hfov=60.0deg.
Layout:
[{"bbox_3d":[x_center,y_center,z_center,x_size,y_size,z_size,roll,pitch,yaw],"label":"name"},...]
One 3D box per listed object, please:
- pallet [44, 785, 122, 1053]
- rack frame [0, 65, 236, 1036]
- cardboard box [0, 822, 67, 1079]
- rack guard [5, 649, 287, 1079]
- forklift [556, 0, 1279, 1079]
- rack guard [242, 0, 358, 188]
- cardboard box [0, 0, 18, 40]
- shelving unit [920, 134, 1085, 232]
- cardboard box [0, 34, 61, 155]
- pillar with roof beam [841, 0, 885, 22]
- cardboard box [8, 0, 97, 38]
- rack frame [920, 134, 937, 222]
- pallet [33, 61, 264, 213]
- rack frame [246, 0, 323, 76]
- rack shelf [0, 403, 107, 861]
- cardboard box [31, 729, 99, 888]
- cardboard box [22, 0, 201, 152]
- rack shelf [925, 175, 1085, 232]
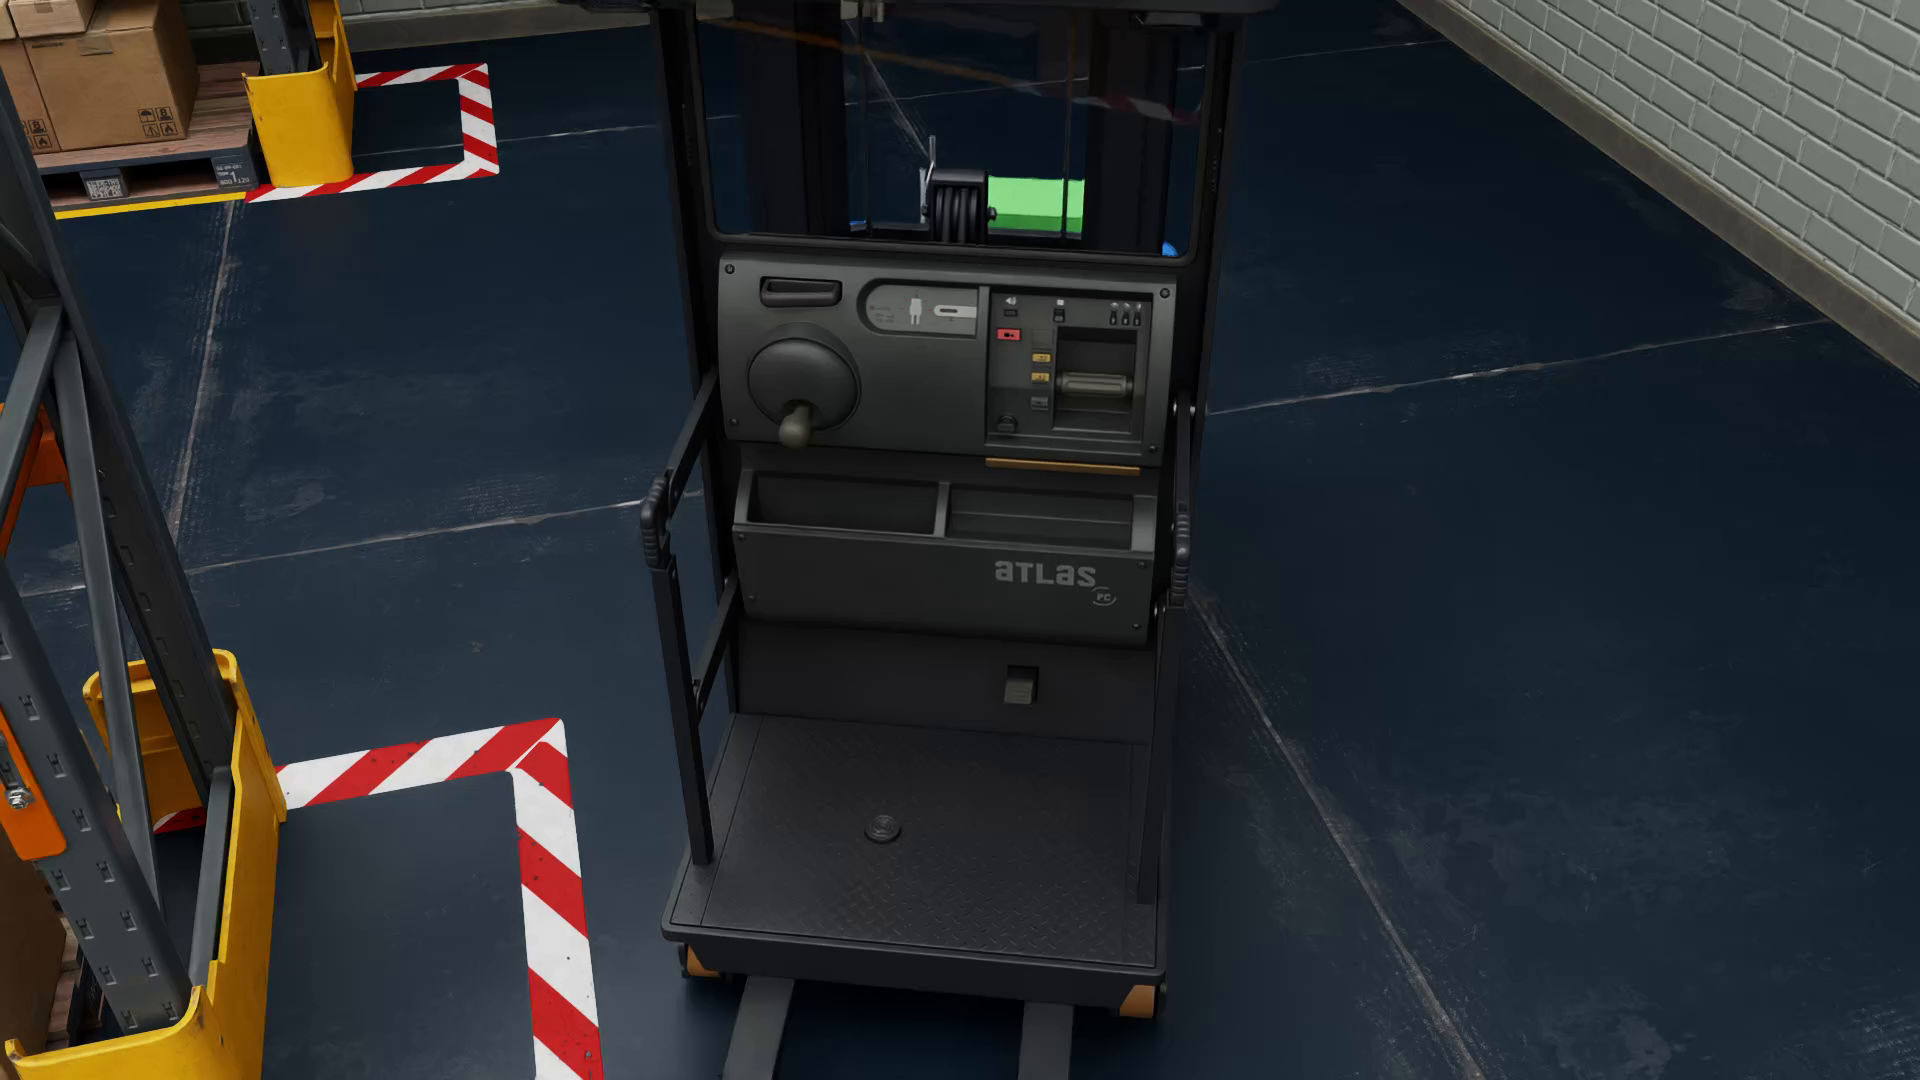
[{"bbox_3d":[-2.559,1.069,3.680,1.213,0.211,1.003,-9,38,-12],"label":"pallet"},{"bbox_3d":[-1.716,-0.178,3.014,0.127,3.000,1.000,-9,38,-12],"label":"rack frame"},{"bbox_3d":[-2.177,0.871,3.338,0.500,0.500,0.500,-9,38,-12],"label":"cardboard box"},{"bbox_3d":[-1.790,0.827,3.758,0.348,0.500,1.175,-9,38,-12],"label":"rack guard"},{"bbox_3d":[-0.055,-0.294,3.222,1.130,2.935,3.031,4,38,5],"label":"forklift"},{"bbox_3d":[-2.988,-2.094,7.576,0.348,0.500,1.175,-9,38,-12],"label":"rack guard"},{"bbox_3d":[-3.984,-2.177,6.805,0.250,0.149,0.380,-8,38,-11],"label":"cardboard box"},{"bbox_3d":[0.153,-0.610,5.059,0.503,1.200,0.258,4,38,5],"label":"shelving unit"},{"bbox_3d":[-4.144,-2.008,7.118,0.500,0.500,0.700,-9,38,-12],"label":"cardboard box"},{"bbox_3d":[0.492,-3.876,2.910,0.400,9.000,9.100,-9,38,-12],"label":"pillar with roof beam"},{"bbox_3d":[-3.738,-2.218,6.858,0.250,0.149,0.380,-10,38,-12],"label":"cardboard box"},{"bbox_3d":[-0.089,-0.626,5.081,0.015,1.200,0.240,4,38,5],"label":"rack frame"},{"bbox_3d":[-3.763,-1.803,7.433,1.213,0.211,1.003,-9,38,-12],"label":"pallet"},{"bbox_3d":[-3.011,-3.083,6.811,0.127,3.000,1.000,-9,38,-12],"label":"rack frame"},{"bbox_3d":[-3.647,0.425,2.818,4.000,0.370,1.077,-9,38,-12],"label":"rack shelf"},{"bbox_3d":[-2.210,0.644,3.923,0.250,0.149,0.380,-9,38,-12],"label":"cardboard box"},{"bbox_3d":[-3.661,-2.087,7.222,0.500,0.500,0.700,-9,38,-12],"label":"cardboard box"},{"bbox_3d":[0.153,-0.940,4.807,0.480,0.148,0.258,4,38,5],"label":"rack shelf"}]
